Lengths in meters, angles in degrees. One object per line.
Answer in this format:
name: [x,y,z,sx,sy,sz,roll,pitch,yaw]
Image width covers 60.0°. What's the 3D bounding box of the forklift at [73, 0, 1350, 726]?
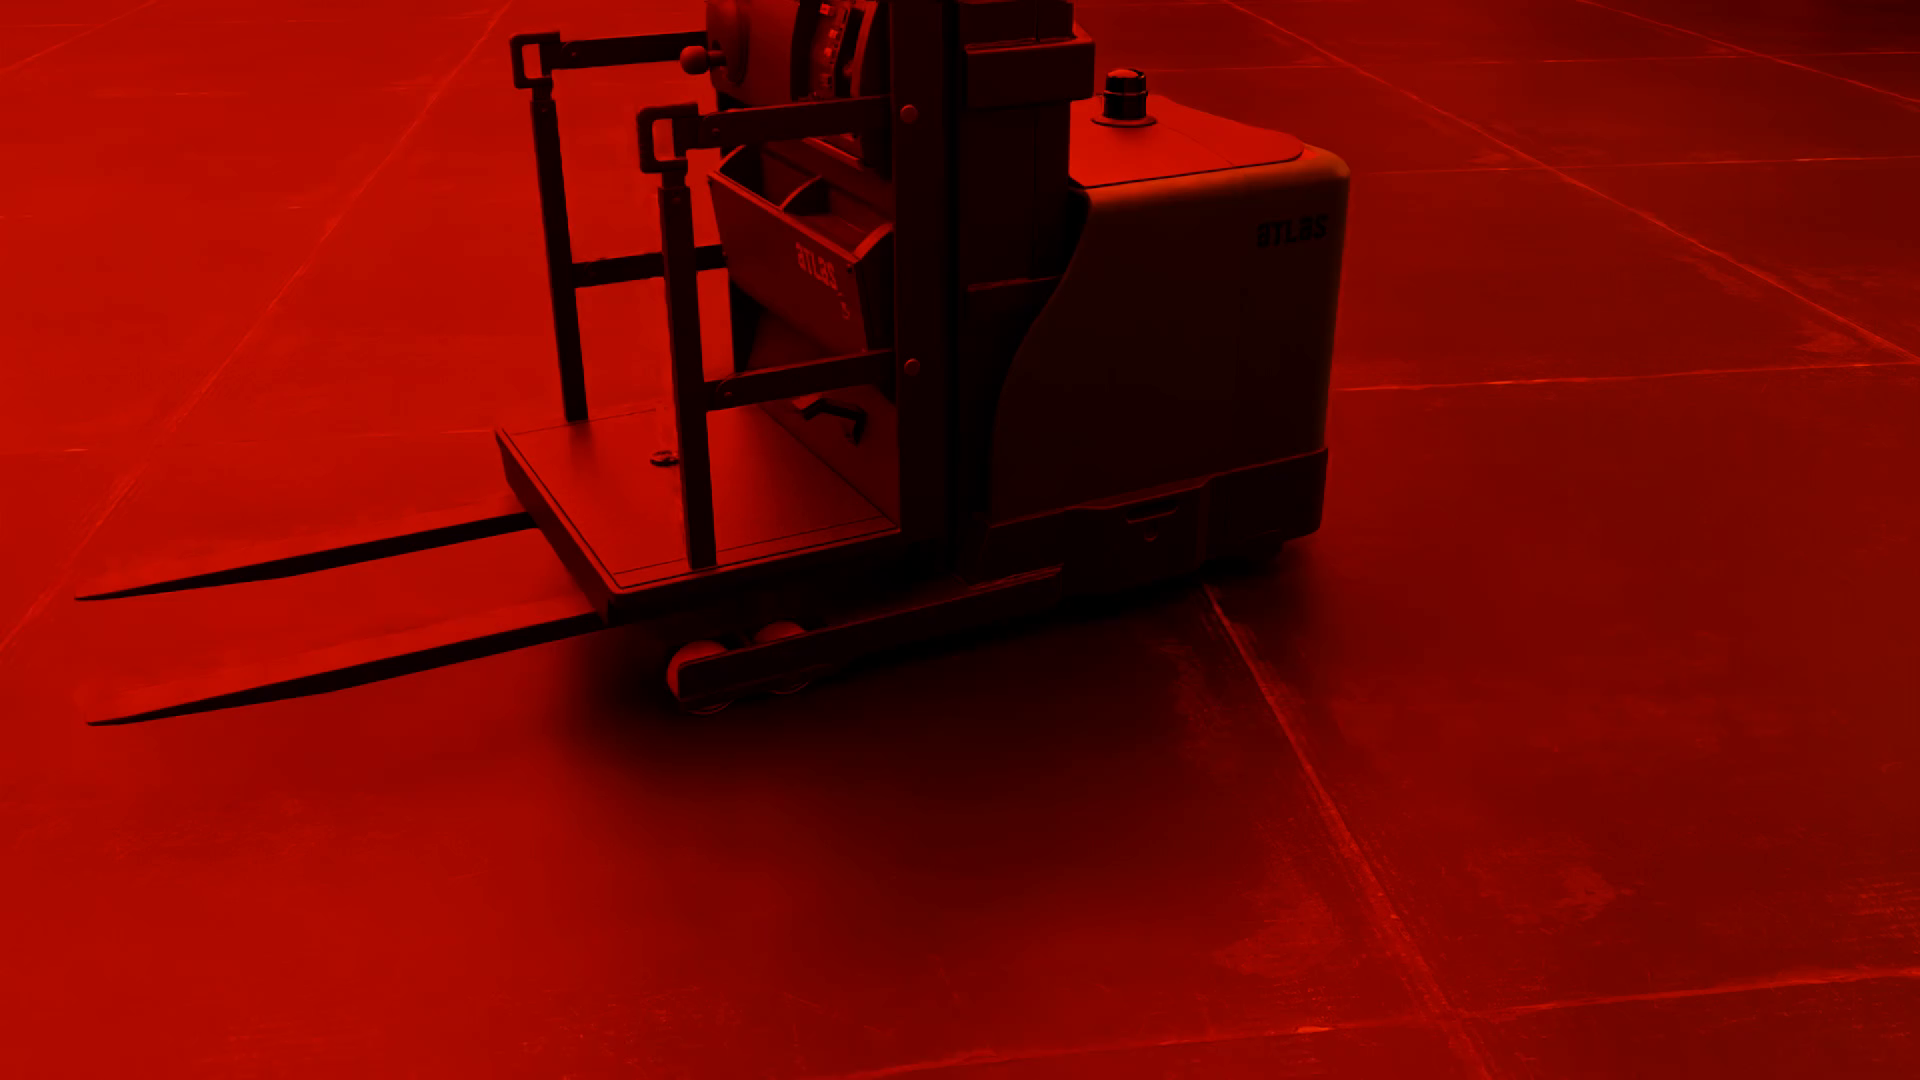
forklift: [-0.564,-1.185,3.688,3.031,2.935,1.130,-13,29,-25]
